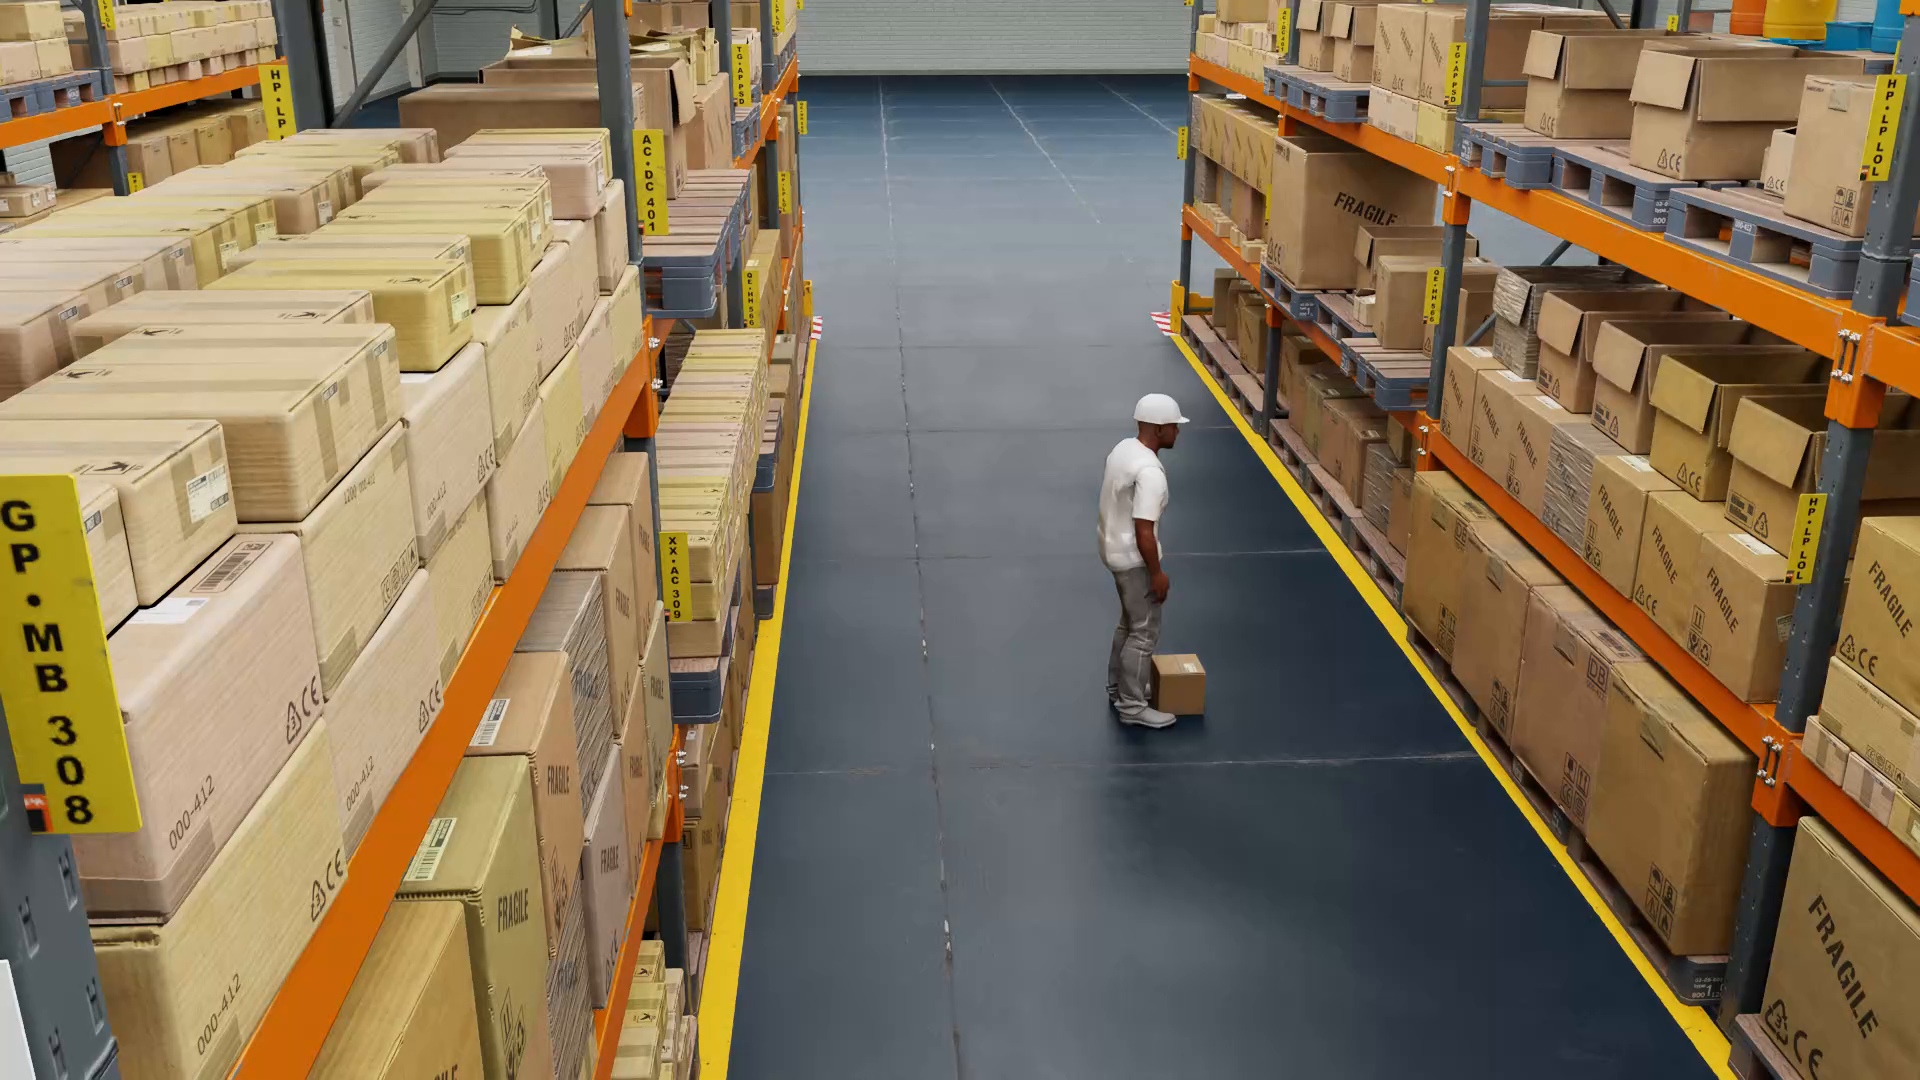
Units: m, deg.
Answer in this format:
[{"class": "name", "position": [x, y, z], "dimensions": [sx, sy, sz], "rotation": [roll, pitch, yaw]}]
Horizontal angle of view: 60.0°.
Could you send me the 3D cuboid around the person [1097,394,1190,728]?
[{"class": "person", "position": [0.961, 0.088, 8.812], "dimensions": [0.454, 1.761, 0.636], "rotation": [-2, 20, -6]}]
